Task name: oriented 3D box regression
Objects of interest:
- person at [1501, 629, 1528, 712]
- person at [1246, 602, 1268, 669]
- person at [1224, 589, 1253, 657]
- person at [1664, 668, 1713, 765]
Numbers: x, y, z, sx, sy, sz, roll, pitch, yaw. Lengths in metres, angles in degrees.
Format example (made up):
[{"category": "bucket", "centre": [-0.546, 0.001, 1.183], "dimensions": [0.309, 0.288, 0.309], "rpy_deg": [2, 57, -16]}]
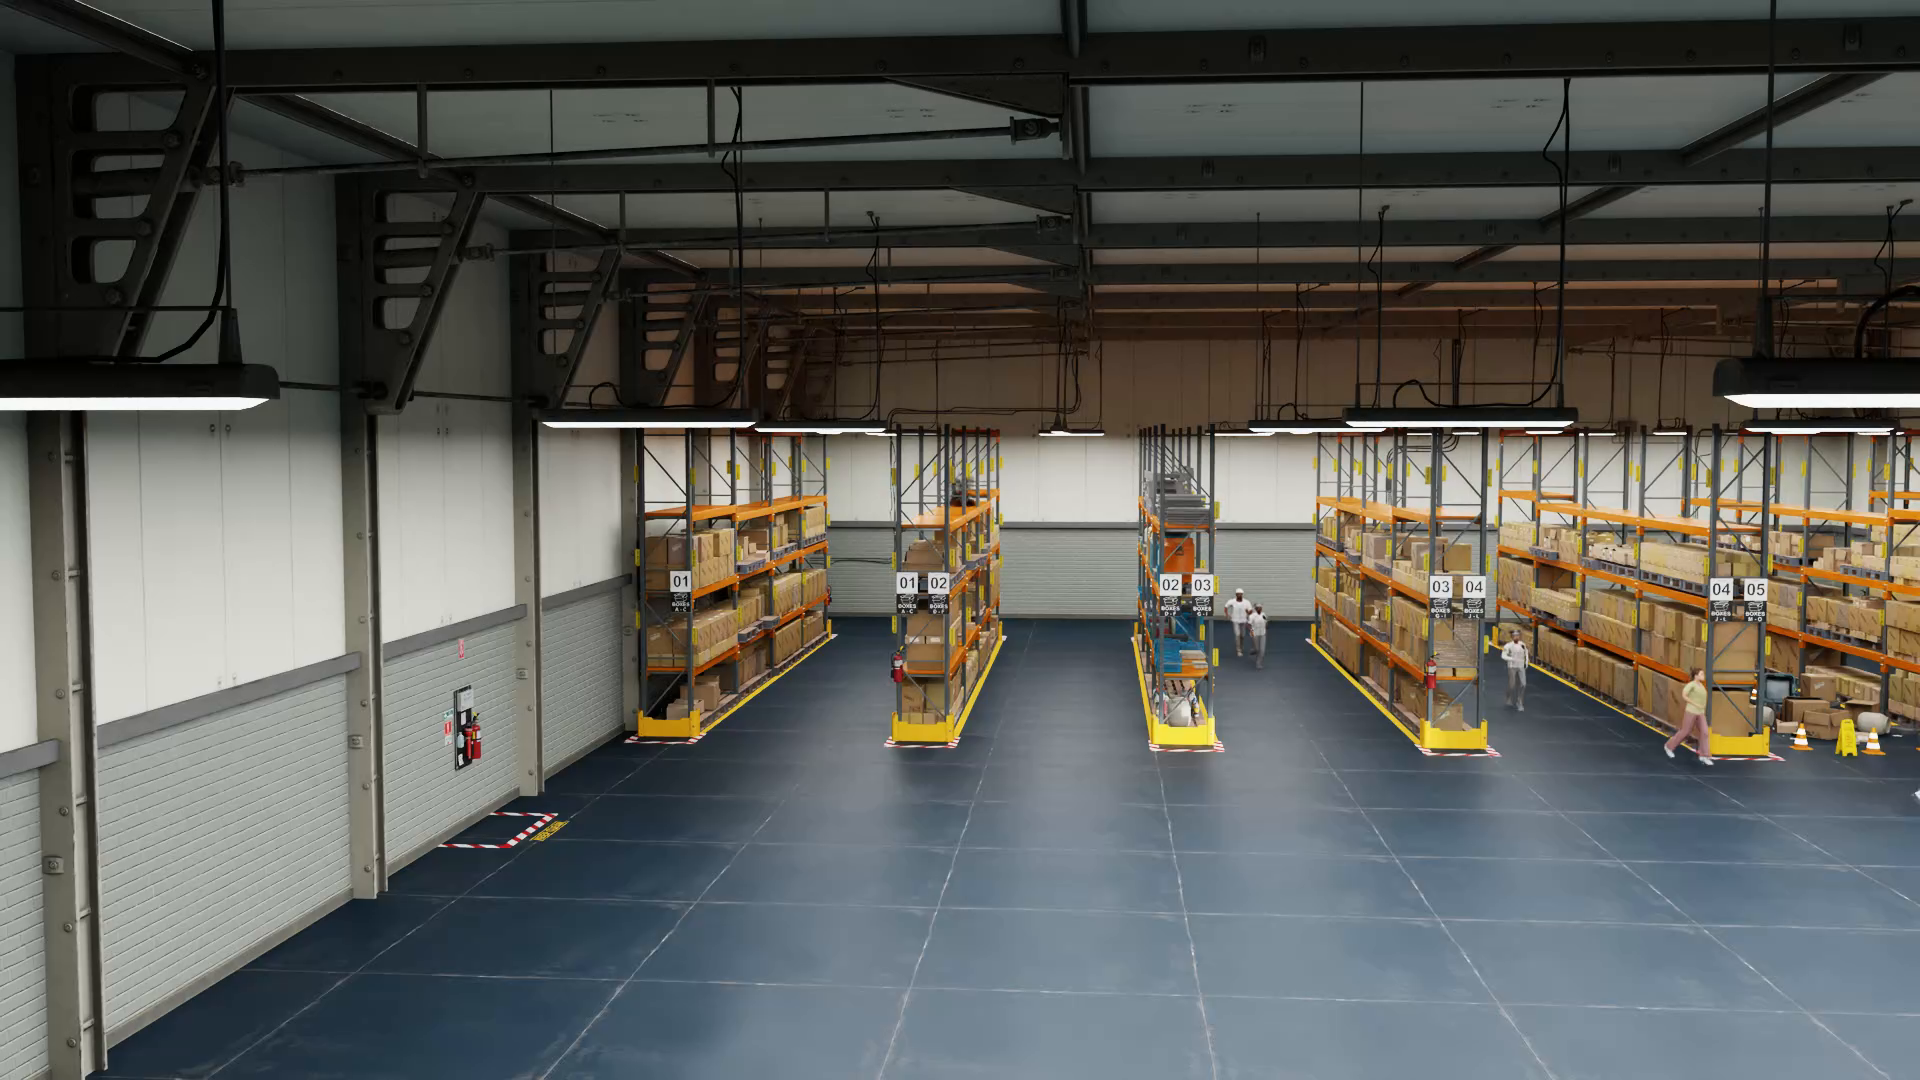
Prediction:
[{"category": "person", "centre": [11.765, 2.744, 35.225], "dimensions": [0.616, 1.744, 0.751], "rpy_deg": [0, 3, 4]}, {"category": "person", "centre": [7.455, 2.373, 41.611], "dimensions": [0.575, 1.660, 0.611], "rpy_deg": [-1, 4, -11]}, {"category": "person", "centre": [7.345, 2.151, 43.739], "dimensions": [0.700, 1.754, 0.988], "rpy_deg": [0, 3, -6]}, {"category": "person", "centre": [13.045, 3.091, 29.470], "dimensions": [0.643, 1.658, 0.940], "rpy_deg": [-2, 4, -29]}]
